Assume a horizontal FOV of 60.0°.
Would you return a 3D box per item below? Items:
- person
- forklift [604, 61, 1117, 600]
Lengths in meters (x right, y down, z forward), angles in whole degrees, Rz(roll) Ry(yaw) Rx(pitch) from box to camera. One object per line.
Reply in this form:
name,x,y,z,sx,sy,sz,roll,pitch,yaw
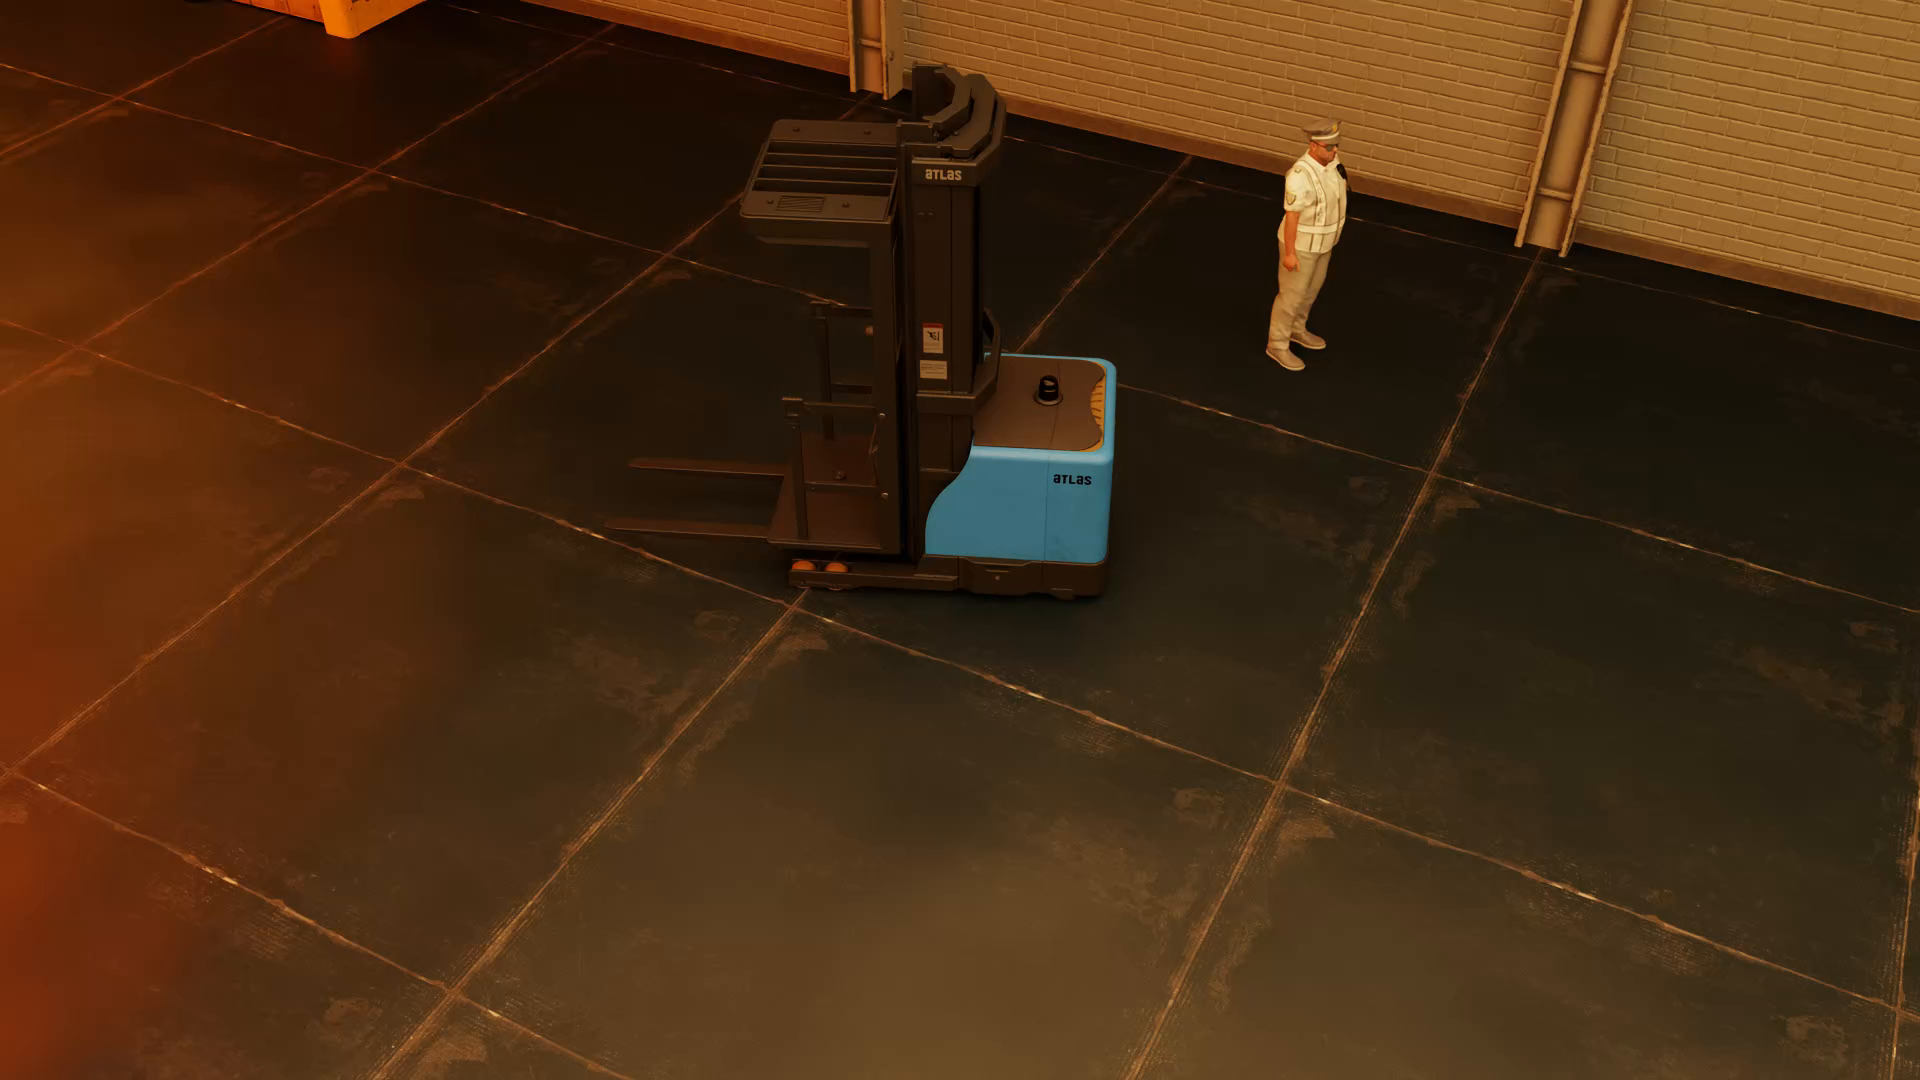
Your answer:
person,2.379,-2.040,11.310,0.396,1.773,0.526,27,47,28
forklift,-0.606,-1.157,9.360,3.031,2.935,1.130,3,40,4
